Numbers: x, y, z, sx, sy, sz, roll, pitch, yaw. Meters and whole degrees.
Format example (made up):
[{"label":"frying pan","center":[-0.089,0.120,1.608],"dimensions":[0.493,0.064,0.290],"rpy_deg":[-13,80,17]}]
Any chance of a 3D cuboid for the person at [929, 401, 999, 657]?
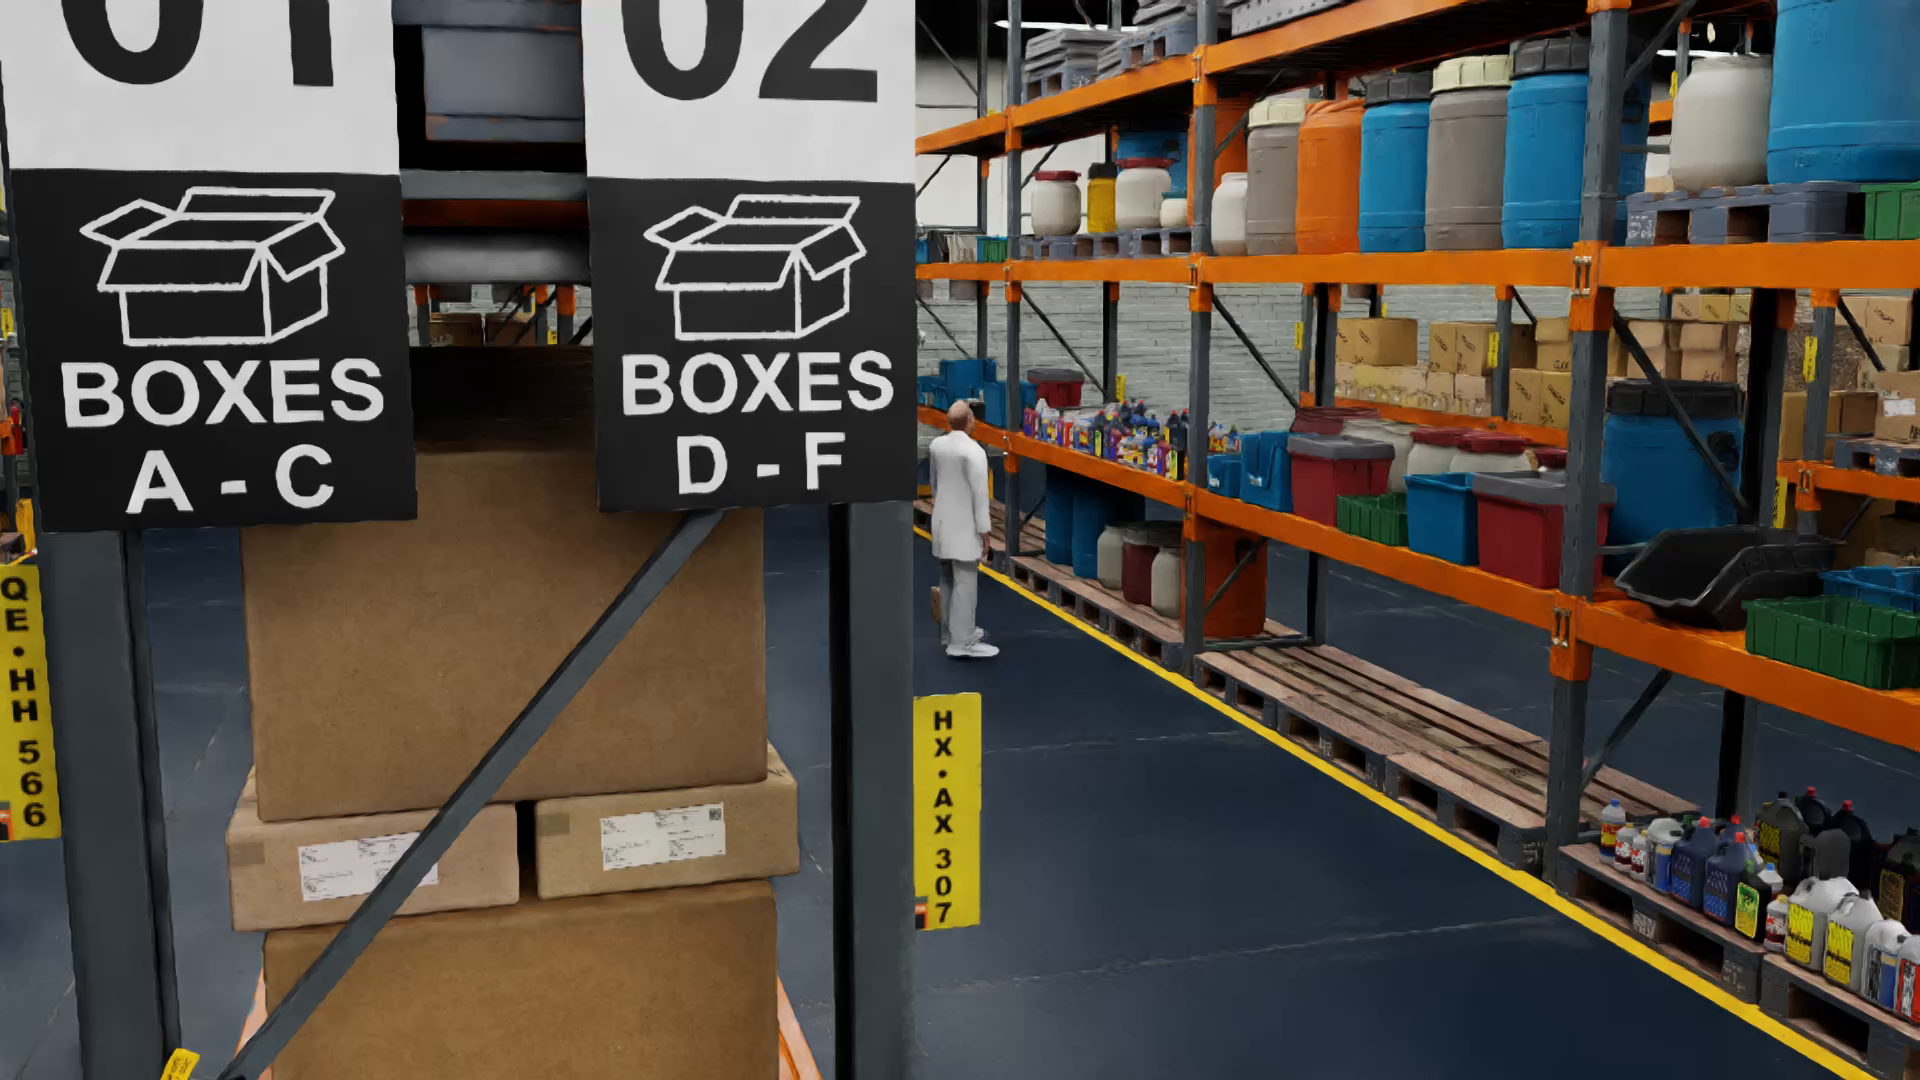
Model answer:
[{"label":"person","center":[0.051,-0.096,11.828],"dimensions":[0.520,1.786,0.647],"rpy_deg":[-7,11,-37]}]
